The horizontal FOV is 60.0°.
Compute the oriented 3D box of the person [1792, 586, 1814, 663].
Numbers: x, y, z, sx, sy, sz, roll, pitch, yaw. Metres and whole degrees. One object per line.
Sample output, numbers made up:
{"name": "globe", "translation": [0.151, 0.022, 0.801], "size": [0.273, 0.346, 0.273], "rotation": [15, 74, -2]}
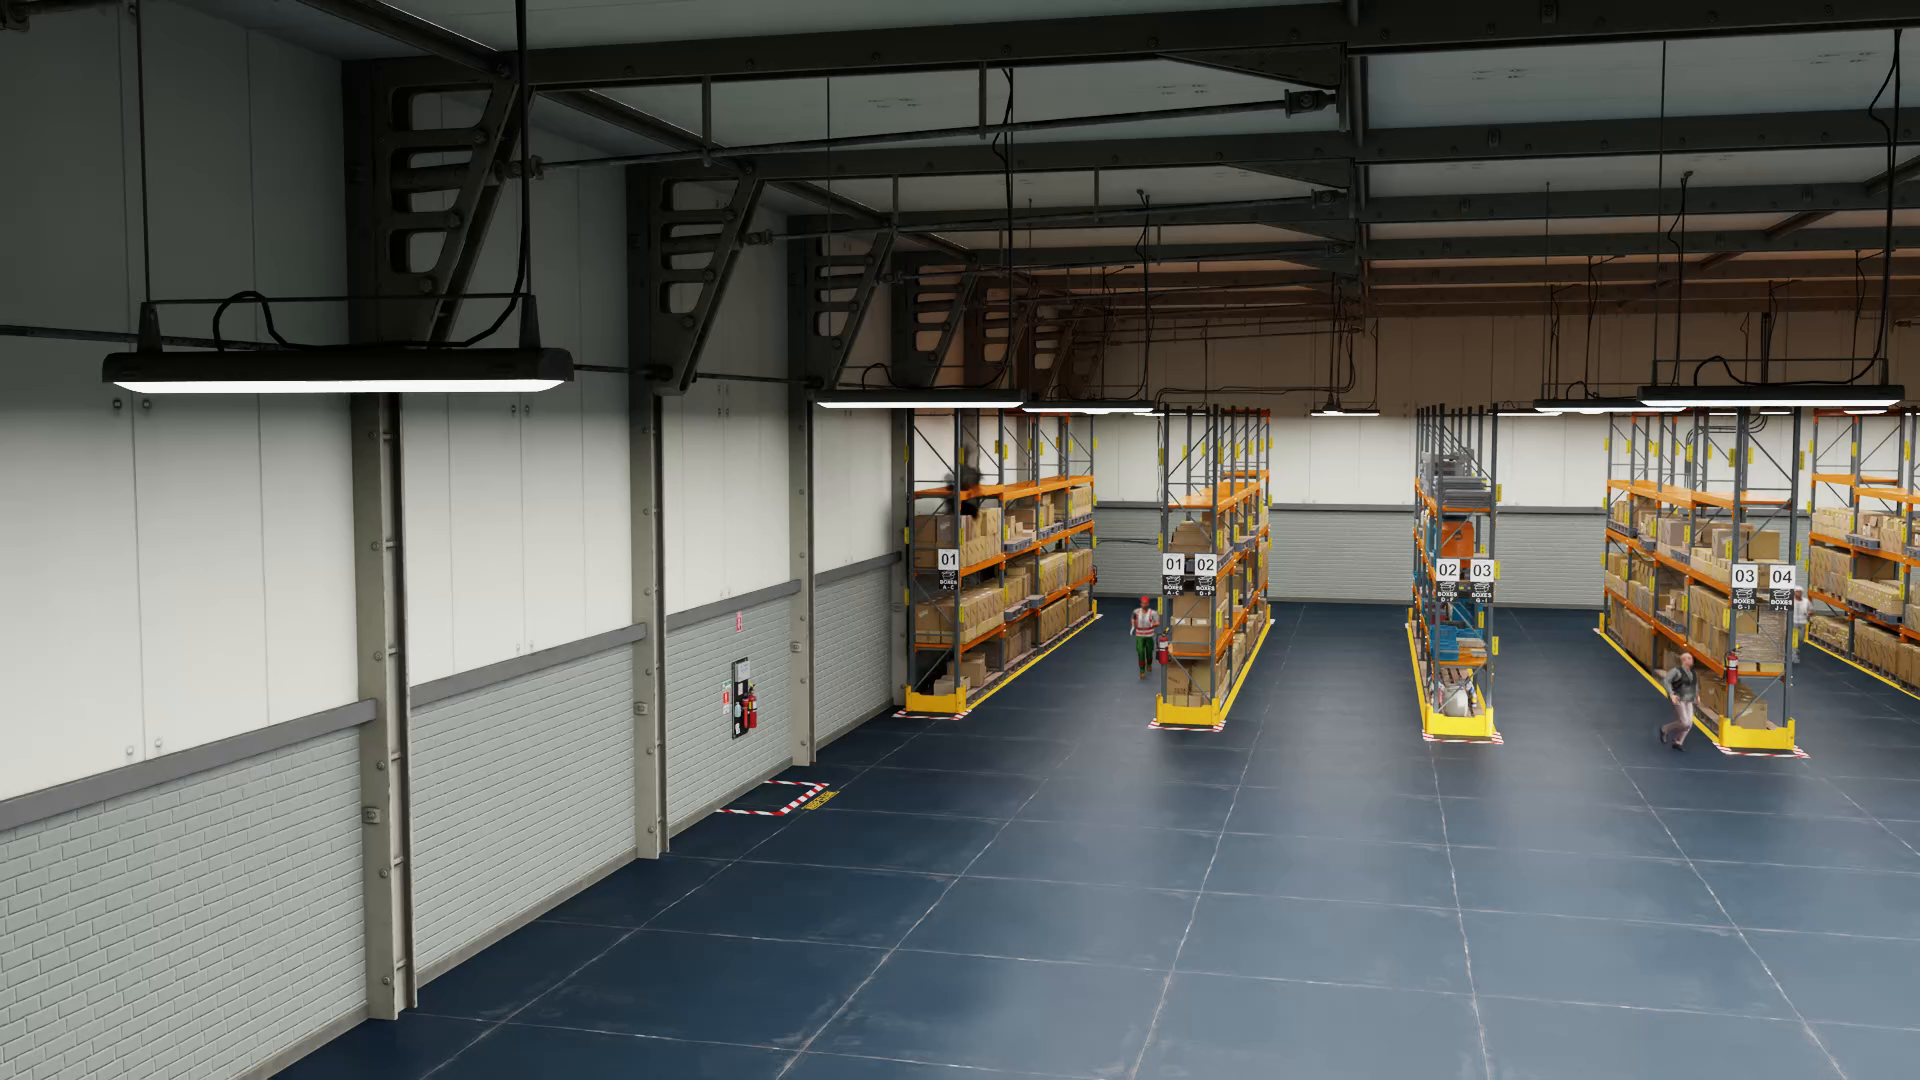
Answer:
{"name": "person", "translation": [19.657, 1.960, 39.050], "size": [0.698, 1.768, 0.999], "rotation": [1, 4, 16]}

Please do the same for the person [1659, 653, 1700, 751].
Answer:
{"name": "person", "translation": [12.533, 2.800, 28.854], "size": [0.690, 1.681, 0.541], "rotation": [-2, 5, -25]}

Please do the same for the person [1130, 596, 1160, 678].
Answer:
{"name": "person", "translation": [4.093, 2.123, 36.760], "size": [0.661, 1.770, 0.993], "rotation": [1, 4, 12]}
